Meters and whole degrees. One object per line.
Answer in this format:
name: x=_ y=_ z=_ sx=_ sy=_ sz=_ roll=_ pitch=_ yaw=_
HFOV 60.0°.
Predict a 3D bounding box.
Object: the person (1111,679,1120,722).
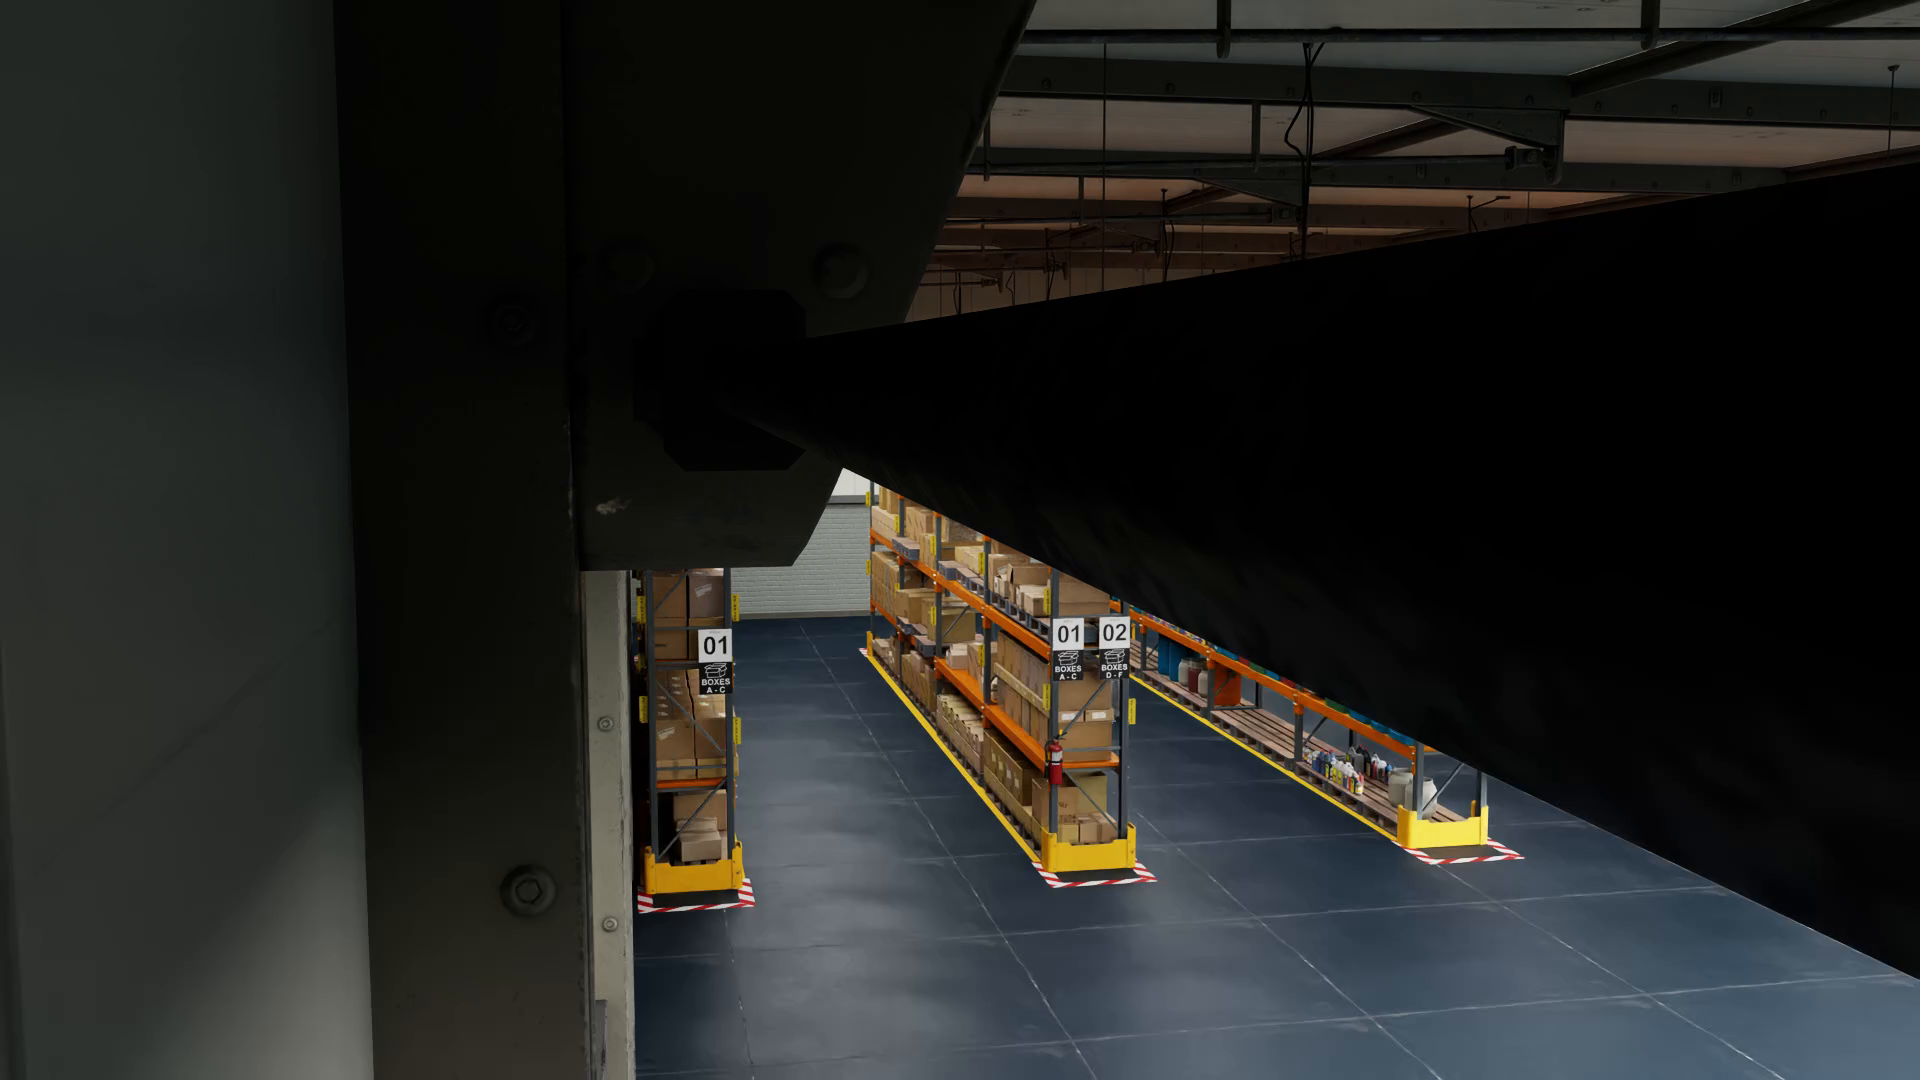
person: x=2.774 y=2.399 z=29.695 sx=0.462 sy=1.633 sz=0.946 roll=0 pitch=6 yaw=2
